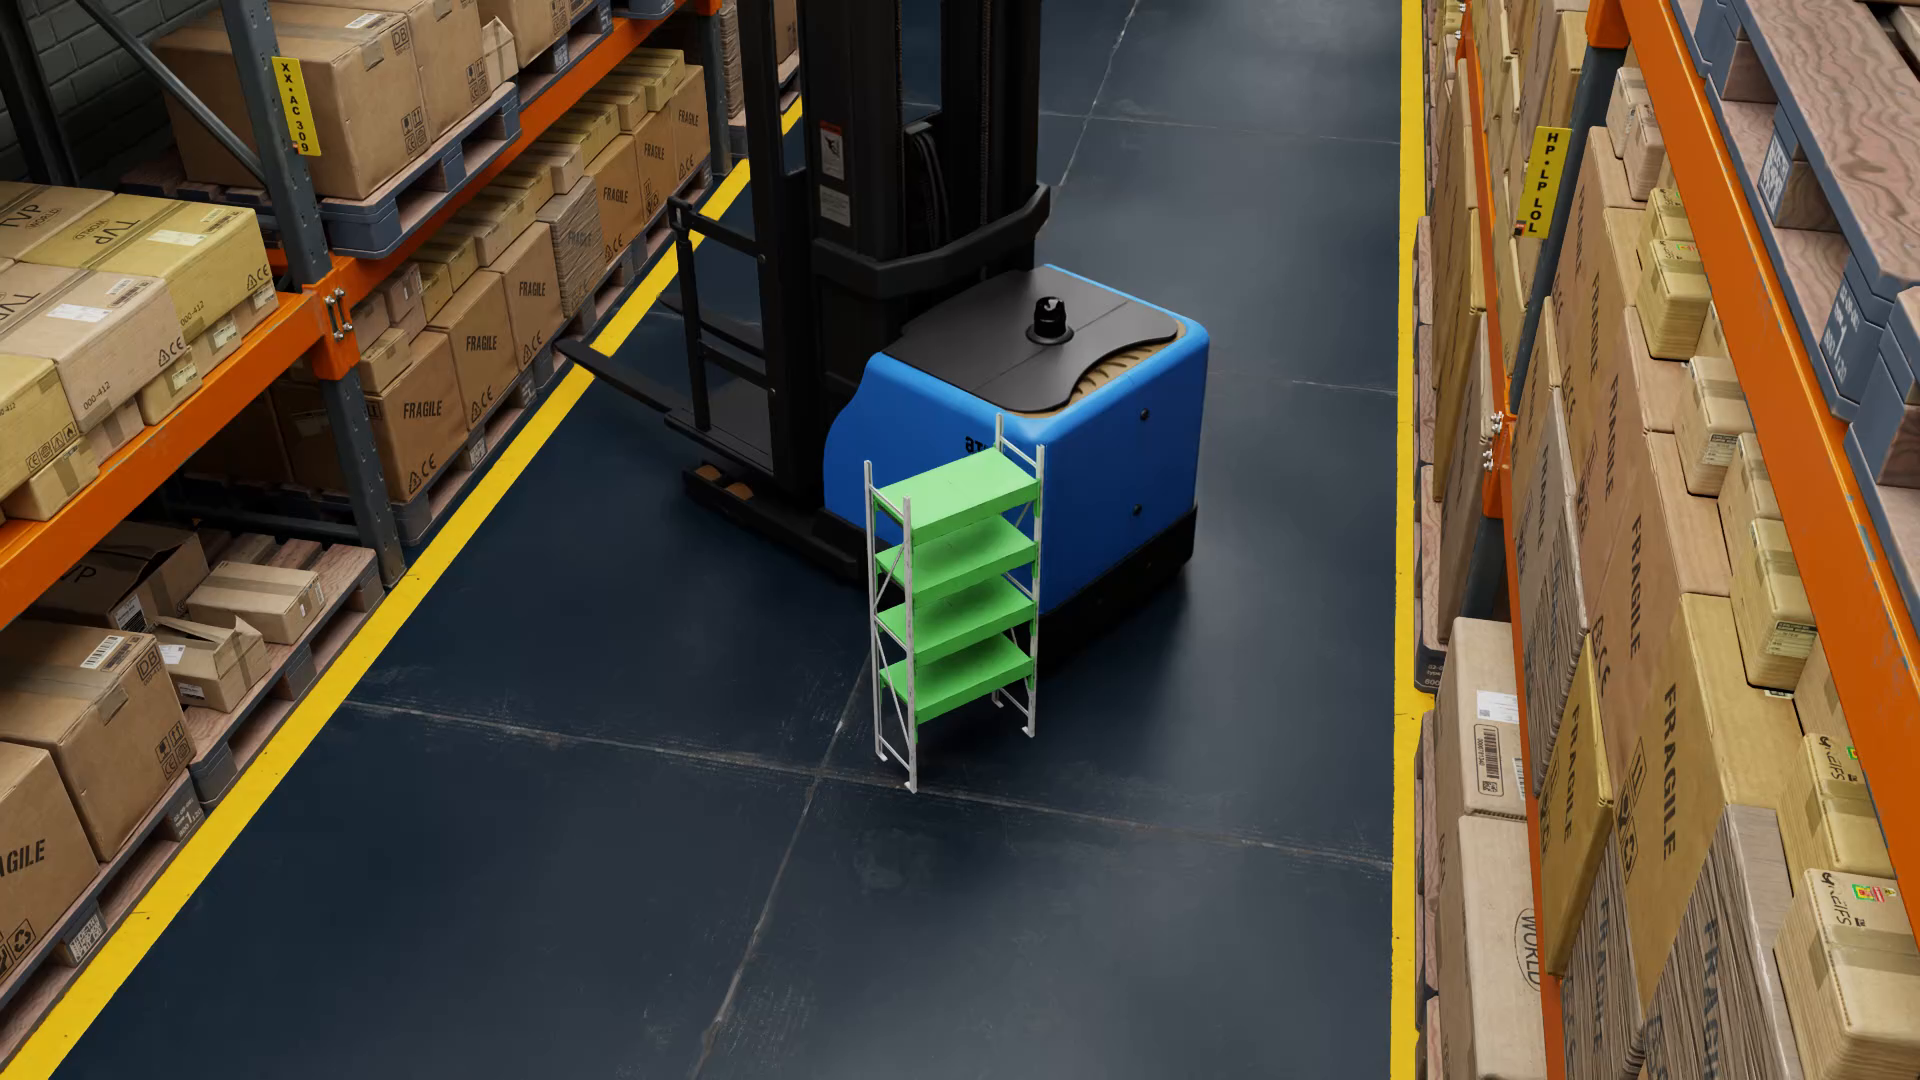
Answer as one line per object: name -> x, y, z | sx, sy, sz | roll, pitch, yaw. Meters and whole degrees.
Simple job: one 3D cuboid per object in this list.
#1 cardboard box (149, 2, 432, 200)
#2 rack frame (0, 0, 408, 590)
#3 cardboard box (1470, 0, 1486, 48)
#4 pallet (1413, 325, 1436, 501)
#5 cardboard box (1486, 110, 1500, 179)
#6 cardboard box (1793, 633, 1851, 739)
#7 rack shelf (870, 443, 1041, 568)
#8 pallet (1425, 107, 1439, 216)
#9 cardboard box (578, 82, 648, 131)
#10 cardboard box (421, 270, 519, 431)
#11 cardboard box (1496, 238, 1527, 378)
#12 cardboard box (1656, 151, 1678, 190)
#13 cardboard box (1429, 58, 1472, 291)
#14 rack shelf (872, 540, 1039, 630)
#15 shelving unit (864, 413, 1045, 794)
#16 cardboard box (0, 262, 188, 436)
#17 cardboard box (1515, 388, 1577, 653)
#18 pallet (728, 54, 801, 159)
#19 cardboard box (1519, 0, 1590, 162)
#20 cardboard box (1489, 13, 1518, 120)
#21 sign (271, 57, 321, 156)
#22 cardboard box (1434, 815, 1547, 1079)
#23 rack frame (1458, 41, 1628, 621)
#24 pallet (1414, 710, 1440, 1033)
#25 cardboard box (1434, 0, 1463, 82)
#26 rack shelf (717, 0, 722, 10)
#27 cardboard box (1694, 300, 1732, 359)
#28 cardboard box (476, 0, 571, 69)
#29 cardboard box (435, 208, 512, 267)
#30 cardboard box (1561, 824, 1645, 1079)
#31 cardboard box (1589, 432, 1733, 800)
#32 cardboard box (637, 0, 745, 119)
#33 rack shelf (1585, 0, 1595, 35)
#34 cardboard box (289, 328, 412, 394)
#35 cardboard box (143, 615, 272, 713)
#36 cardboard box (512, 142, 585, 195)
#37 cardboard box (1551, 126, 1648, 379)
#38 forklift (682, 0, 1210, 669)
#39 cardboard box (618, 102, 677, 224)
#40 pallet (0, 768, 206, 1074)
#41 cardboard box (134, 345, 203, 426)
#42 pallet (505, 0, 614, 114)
cardboard box -> -2.365, -1.577, 5.927 | 0.700, 0.500, 0.500 | 8, 37, 11
rack frame -> -2.687, -1.117, 5.736 | 1.000, 3.000, 0.127 | 7, 37, 10
cardboard box -> 2.667, -2.481, 7.745 | 0.500, 0.250, 0.500 | 7, 36, 9
pallet -> 2.513, -0.522, 7.290 | 1.003, 0.211, 1.213 | 7, 37, 10
cardboard box -> 2.355, -1.601, 6.531 | 0.500, 0.250, 0.500 | 7, 37, 10
cardboard box -> 1.412, 0.270, 2.332 | 0.380, 0.149, 0.250 | 7, 37, 10
rack shelf -> -0.016, -0.113, 5.174 | 0.480, 0.148, 0.258 | -22, 41, -27
pallet -> 3.186, -2.109, 9.480 | 1.003, 0.211, 1.213 | 7, 37, 10
cardboard box -> -1.818, -2.211, 8.463 | 0.380, 0.149, 0.250 | 6, 36, 8
cardboard box -> -2.260, -0.831, 7.113 | 0.500, 0.500, 0.500 | 7, 36, 9
cardboard box -> 2.013, -0.725, 5.323 | 0.500, 0.250, 0.500 | 6, 36, 9
cardboard box -> 1.790, -0.756, 3.747 | 0.380, 0.149, 0.250 | 7, 36, 9
cardboard box -> 2.789, -1.715, 8.013 | 0.875, 0.875, 0.875 | 7, 37, 10
rack shelf -> -0.016, 0.082, 5.315 | 0.480, 0.148, 0.258 | -22, 41, -27
shelving unit -> -0.016, 0.224, 5.418 | 0.503, 1.200, 0.258 | -22, 41, -27
cardboard box -> -2.650, -0.566, 4.849 | 0.500, 0.250, 0.500 | 7, 37, 10
cardboard box -> 1.696, -0.014, 4.128 | 0.500, 0.500, 0.500 | 8, 37, 10
pallet -> -1.618, -2.749, 10.363 | 1.003, 0.211, 1.213 | 7, 37, 10
cardboard box -> 2.117, -1.528, 5.365 | 0.500, 0.500, 0.500 | 8, 37, 11
cardboard box -> 2.317, -1.803, 6.384 | 0.500, 0.250, 0.500 | 8, 37, 11
sign -> -2.155, -1.404, 5.394 | 0.100, 0.325, 0.005 | 7, 37, 10
cardboard box -> 1.734, 1.230, 4.323 | 0.875, 0.438, 0.875 | 6, 36, 9
rack frame -> 2.163, -0.497, 4.880 | 1.000, 3.000, 0.127 | 7, 37, 10
pallet -> 1.924, 1.058, 5.111 | 1.003, 0.211, 1.213 | 7, 37, 10
cardboard box -> 3.465, -3.077, 10.321 | 0.950, 0.372, 0.625 | 8, 37, 12
rack shelf -> -1.405, -4.266, 10.693 | 1.077, 0.370, 4.000 | 7, 37, 10
cardboard box -> 1.618, -0.318, 3.143 | 0.380, 0.149, 0.250 | 7, 37, 10
cardboard box -> -2.087, -2.324, 6.958 | 0.700, 0.500, 0.500 | 7, 37, 10
cardboard box -> -2.188, -1.325, 7.241 | 0.380, 0.149, 0.250 | 7, 37, 10
cardboard box -> 1.375, 0.864, 2.917 | 0.500, 0.500, 0.500 | 8, 37, 11
cardboard box -> 1.480, 0.170, 3.023 | 0.500, 0.500, 0.500 | 7, 37, 10
cardboard box -> -1.686, -2.975, 9.964 | 0.875, 0.625, 0.625 | 8, 37, 11
rack shelf -> 2.590, -2.567, 5.793 | 1.077, 0.370, 4.000 | 7, 37, 10
cardboard box -> -2.350, -0.710, 6.393 | 0.380, 0.149, 0.250 | 9, 37, 12
cardboard box -> -2.595, 0.380, 5.641 | 0.396, 0.266, 0.258 | 9, 37, 12
cardboard box -> -2.001, -1.760, 7.841 | 0.380, 0.149, 0.250 | 6, 36, 8
cardboard box -> 1.825, -0.700, 4.223 | 0.500, 0.500, 0.500 | 8, 37, 10
forklift -> -0.514, -1.458, 6.264 | 3.031, 2.935, 1.130 | 28, 44, 33
cardboard box -> -1.830, -2.014, 8.744 | 0.500, 0.500, 0.500 | 7, 36, 9
pallet -> -3.093, 1.107, 5.043 | 1.003, 0.211, 1.213 | 7, 37, 10
cardboard box -> -2.574, -0.497, 5.094 | 0.380, 0.149, 0.250 | 8, 37, 11
pallet -> -2.243, -2.217, 7.417 | 1.003, 0.211, 1.213 | 7, 37, 10
